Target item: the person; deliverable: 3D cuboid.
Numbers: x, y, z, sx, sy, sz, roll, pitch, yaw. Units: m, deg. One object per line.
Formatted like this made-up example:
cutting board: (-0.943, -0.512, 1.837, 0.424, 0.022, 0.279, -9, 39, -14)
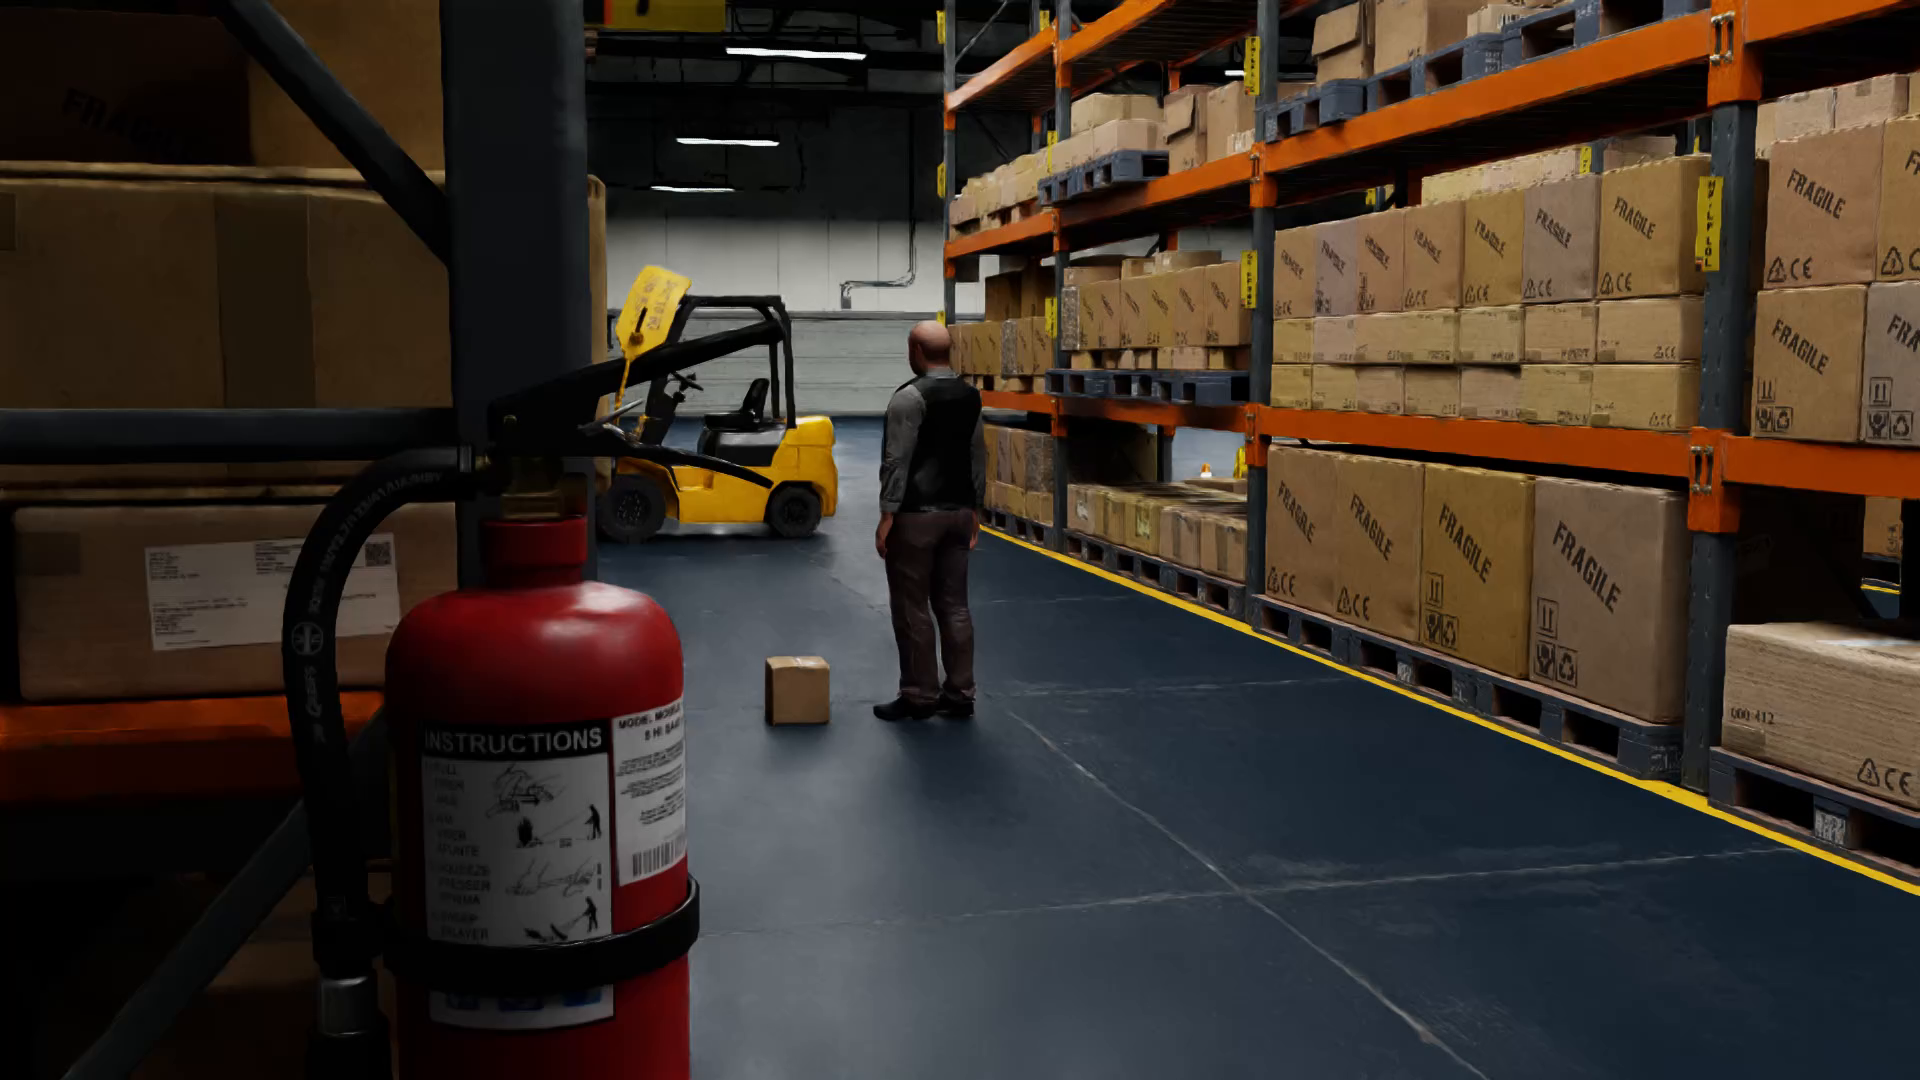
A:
person: (-0.152, -0.081, 7.238, 0.409, 1.739, 0.573, 6, 8, 43)
